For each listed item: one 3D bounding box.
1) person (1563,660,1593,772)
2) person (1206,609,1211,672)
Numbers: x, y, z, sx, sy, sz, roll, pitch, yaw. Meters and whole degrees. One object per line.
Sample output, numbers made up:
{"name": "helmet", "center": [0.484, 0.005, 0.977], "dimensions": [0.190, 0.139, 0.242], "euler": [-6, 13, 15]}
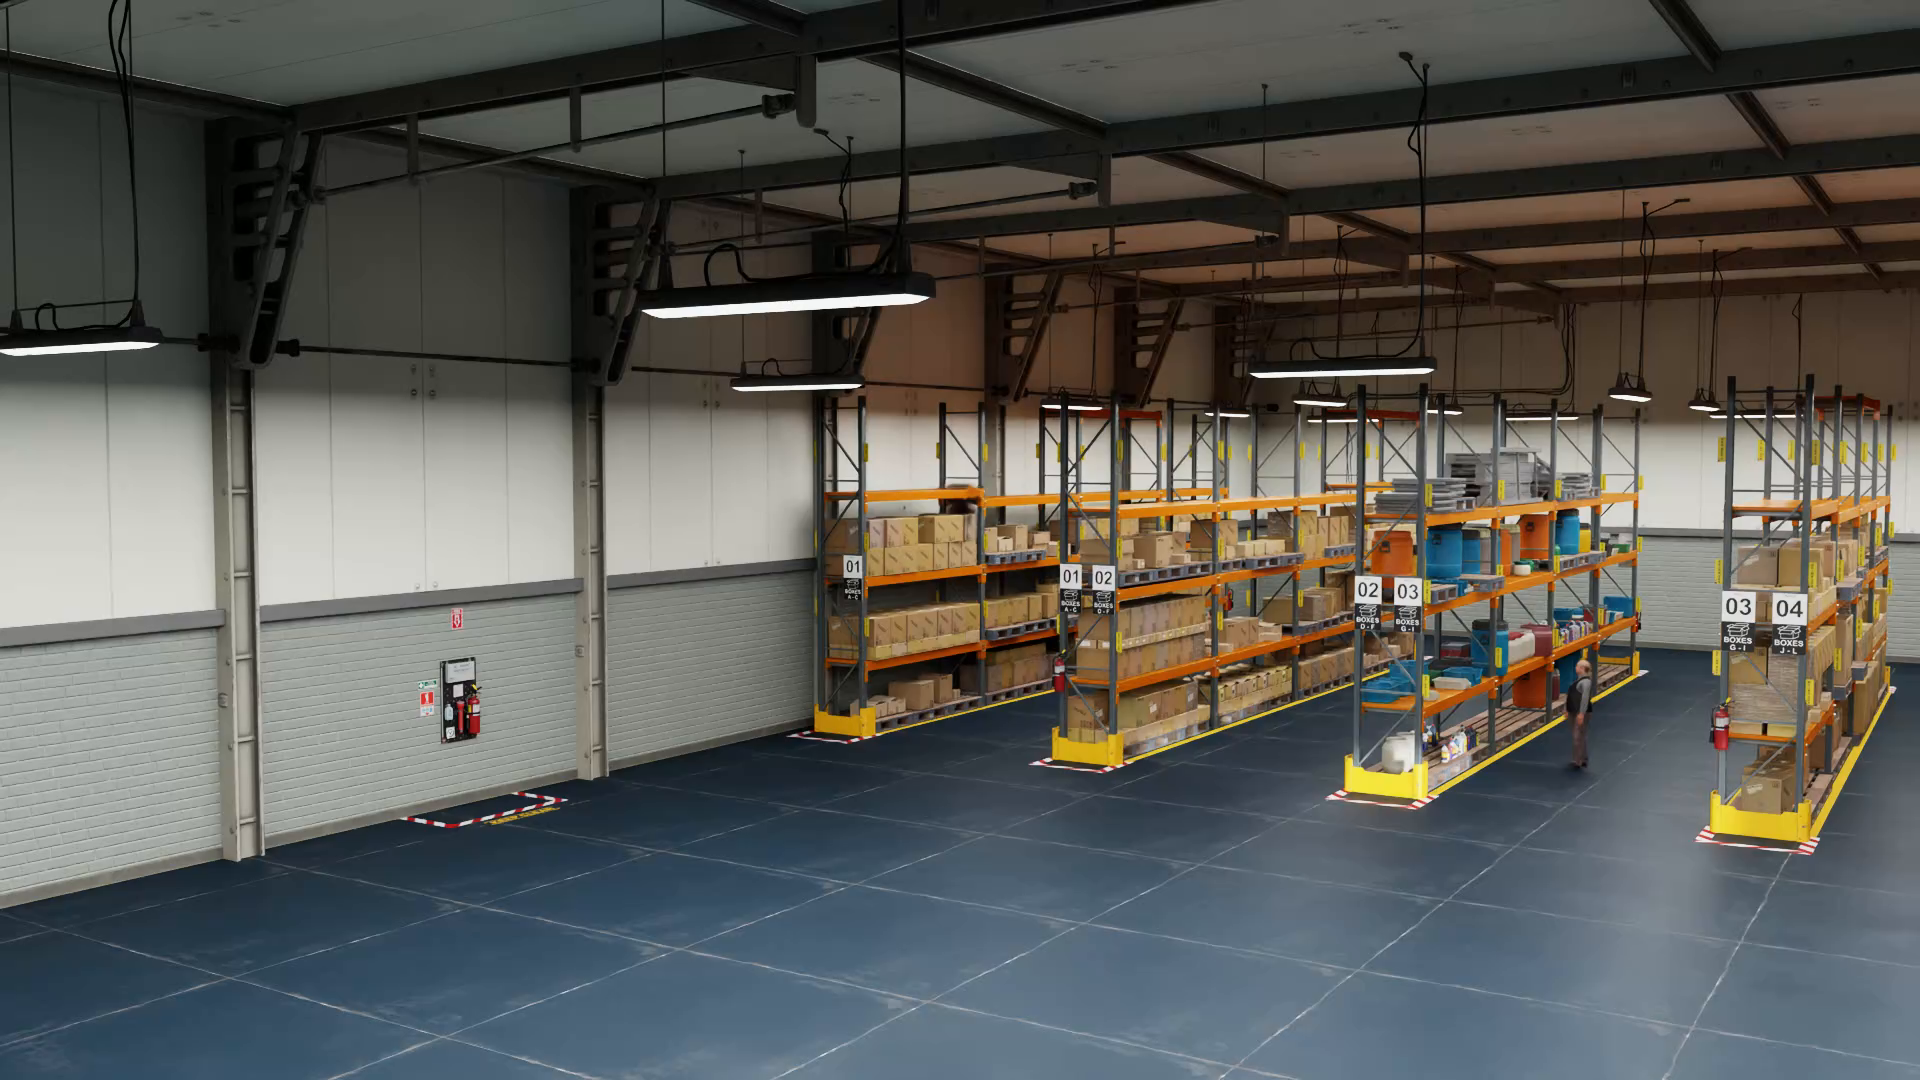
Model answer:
{"name": "person", "center": [9.744, 2.766, 26.296], "dimensions": [0.553, 1.736, 0.554], "euler": [0, 3, -9]}
{"name": "person", "center": [5.350, 2.300, 35.416], "dimensions": [0.371, 1.683, 0.520], "euler": [2, 3, 29]}
